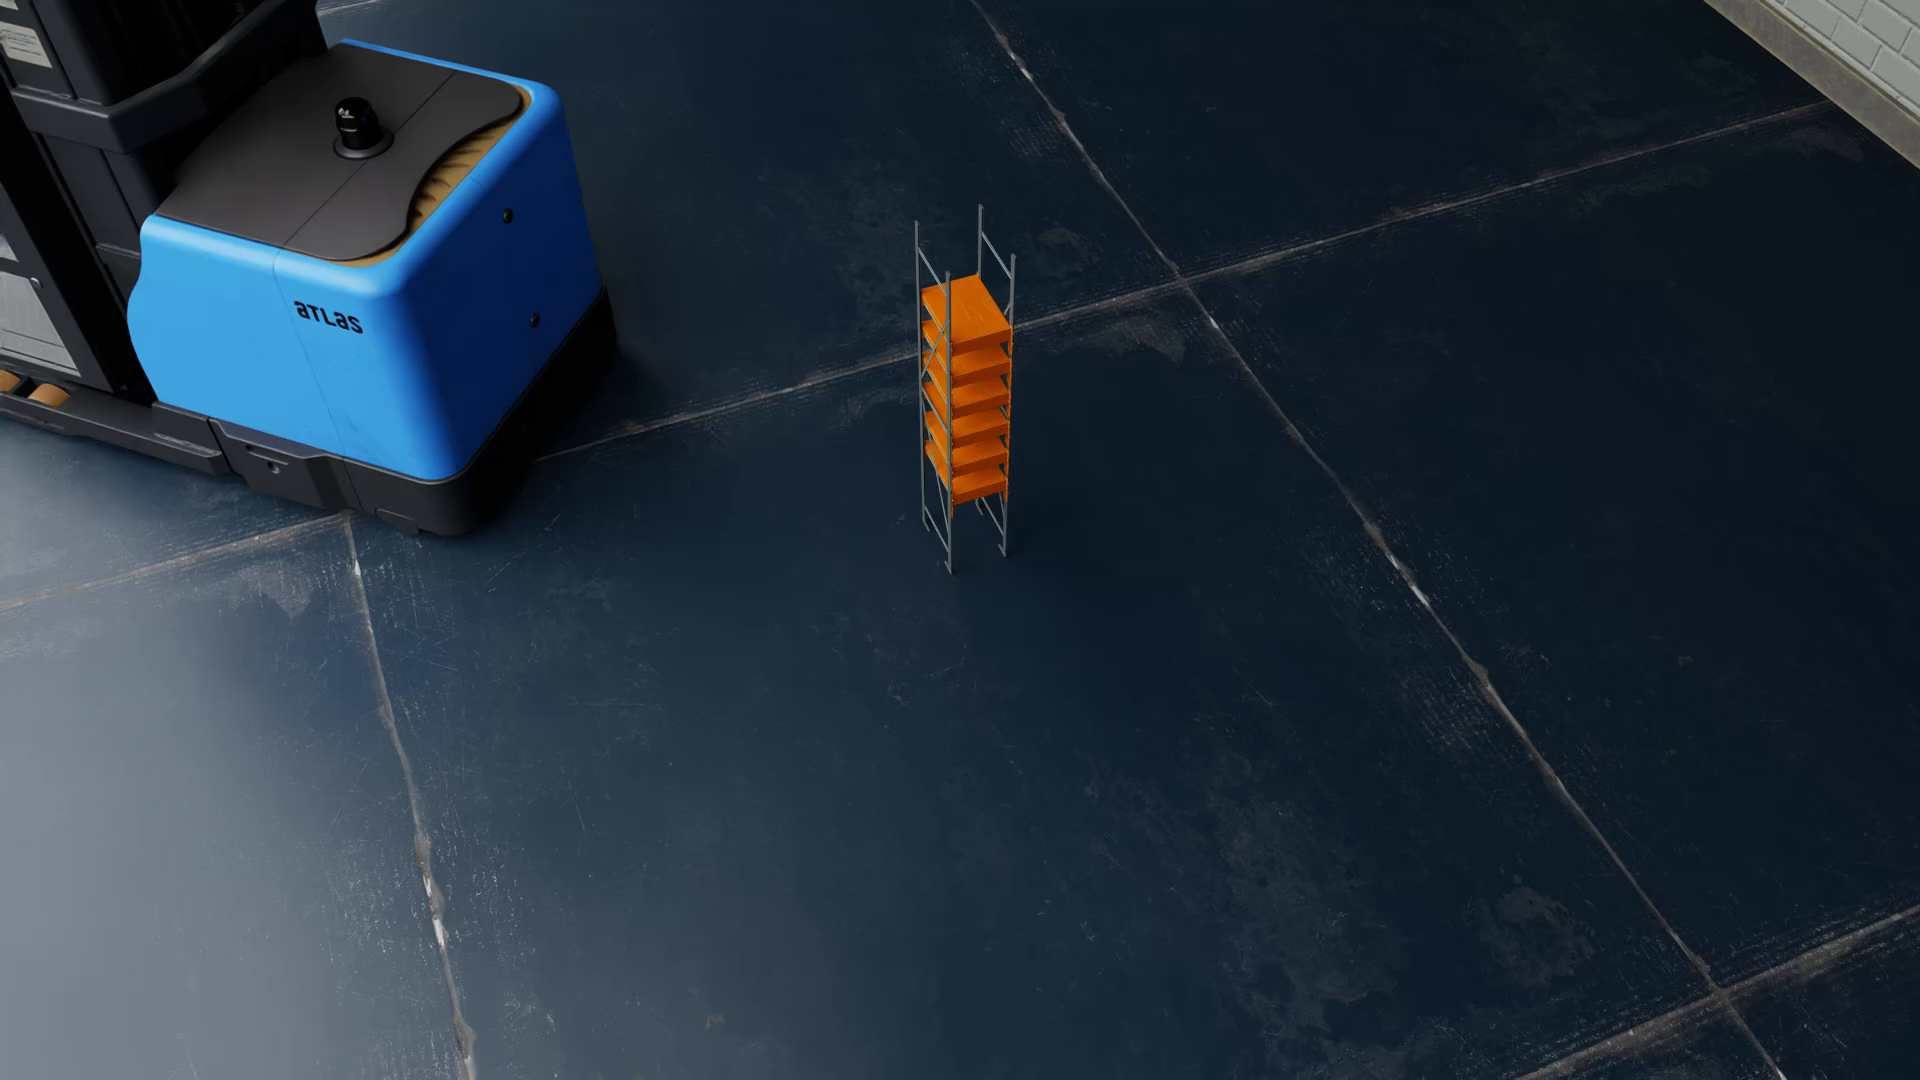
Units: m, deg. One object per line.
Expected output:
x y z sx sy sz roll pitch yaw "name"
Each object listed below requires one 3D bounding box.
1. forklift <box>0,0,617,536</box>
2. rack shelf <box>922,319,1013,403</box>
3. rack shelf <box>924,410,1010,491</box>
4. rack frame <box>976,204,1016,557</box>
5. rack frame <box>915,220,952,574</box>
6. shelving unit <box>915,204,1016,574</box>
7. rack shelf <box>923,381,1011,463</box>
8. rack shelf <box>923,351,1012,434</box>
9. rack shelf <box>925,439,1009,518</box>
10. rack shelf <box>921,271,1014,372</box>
-2.757 -1.671 4.753 3.031 2.935 1.130 16 51 13 "forklift"
0.013 -0.522 4.650 0.180 0.103 0.258 -17 52 -14 "rack shelf"
0.013 -0.288 4.923 0.180 0.103 0.258 -17 52 -14 "rack shelf"
0.098 -0.421 4.821 0.006 1.200 0.240 -17 52 -14 "rack frame"
-0.071 -0.369 4.776 0.006 1.200 0.240 -17 52 -14 "rack frame"
0.013 -0.395 4.798 0.189 1.200 0.258 -17 52 -14 "shelving unit"
0.013 -0.366 4.832 0.180 0.103 0.258 -17 52 -14 "rack shelf"
0.013 -0.444 4.741 0.180 0.103 0.258 -17 52 -14 "rack shelf"
0.013 -0.210 5.014 0.180 0.103 0.258 -17 52 -14 "rack shelf"
0.013 -0.601 4.559 0.180 0.103 0.258 -17 52 -14 "rack shelf"
